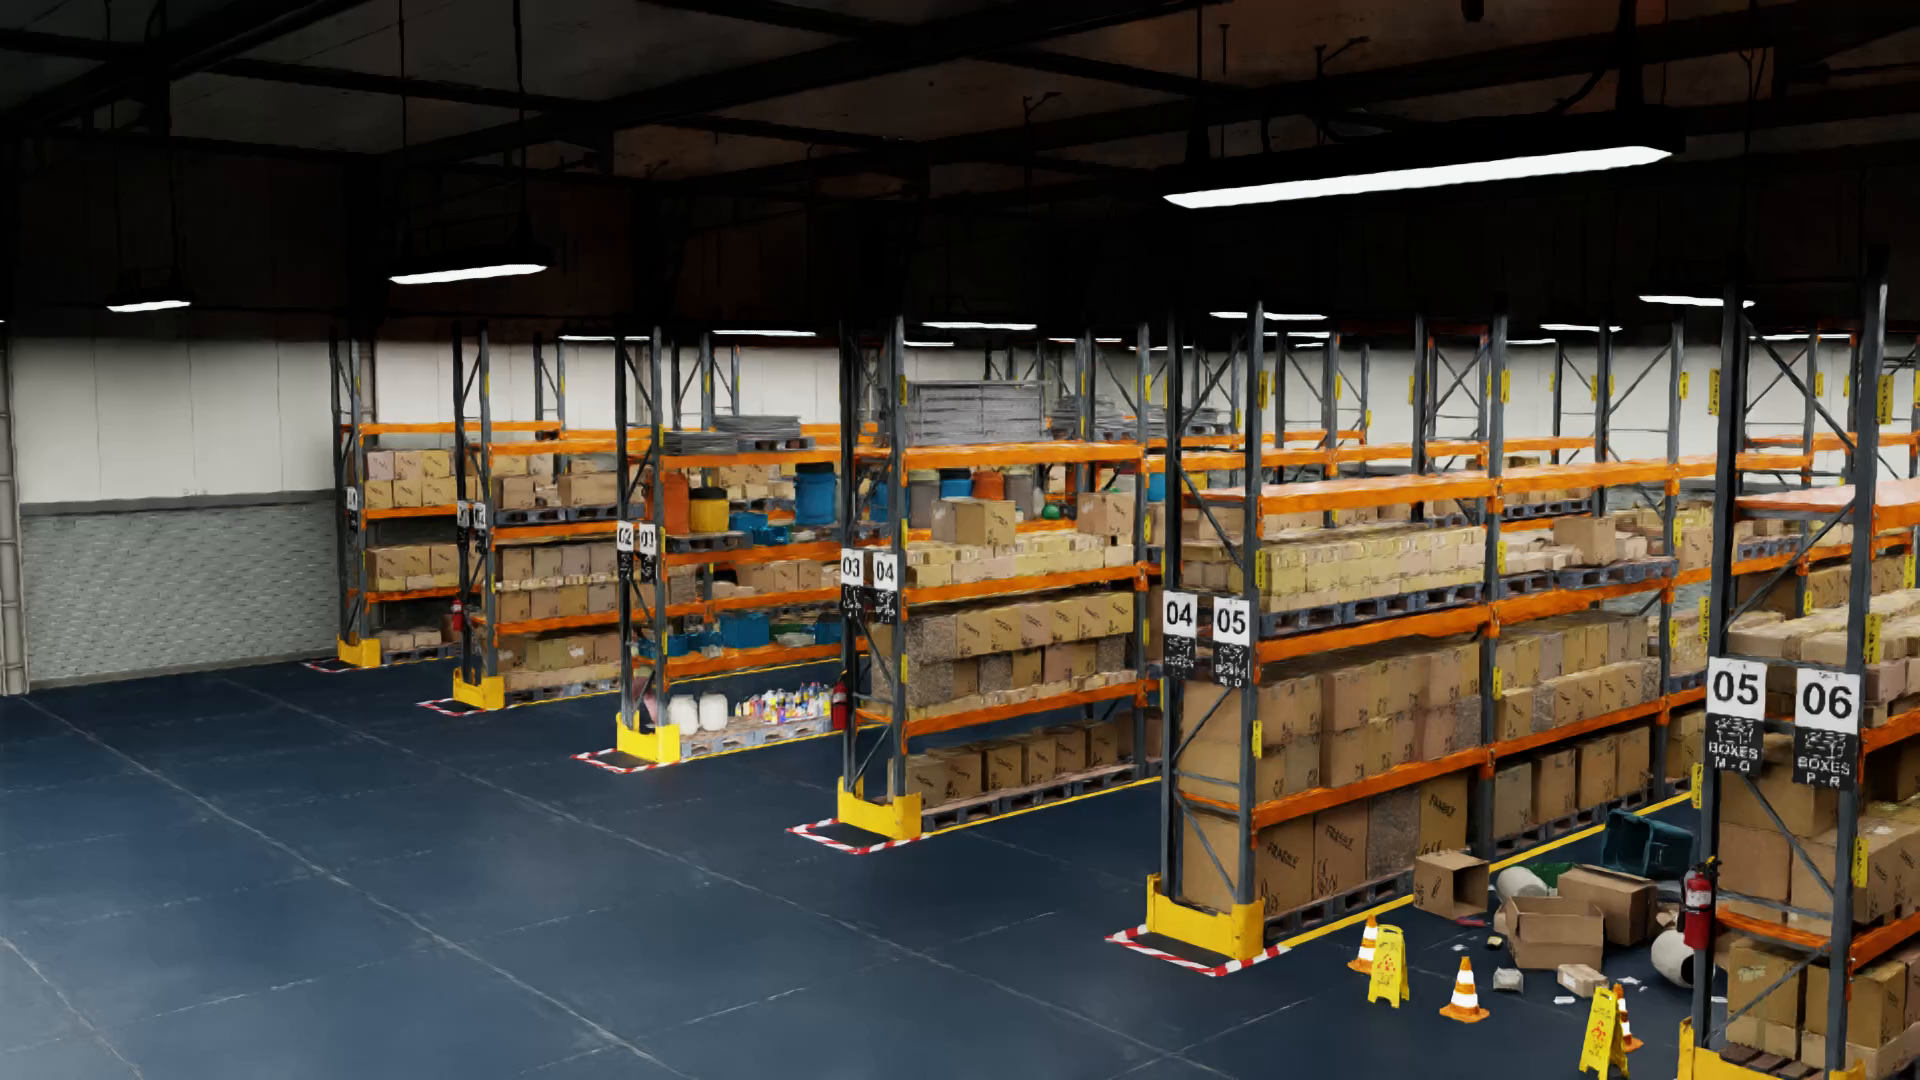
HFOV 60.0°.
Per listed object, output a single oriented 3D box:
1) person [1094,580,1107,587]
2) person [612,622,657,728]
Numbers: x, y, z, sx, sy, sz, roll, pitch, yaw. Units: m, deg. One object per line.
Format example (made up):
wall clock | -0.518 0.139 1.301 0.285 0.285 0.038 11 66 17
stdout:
person | 2.631 1.238 31.009 1.194 1.698 0.598 -5 7 -39
person | -4.633 1.979 24.174 0.799 1.600 0.603 -4 7 -36
